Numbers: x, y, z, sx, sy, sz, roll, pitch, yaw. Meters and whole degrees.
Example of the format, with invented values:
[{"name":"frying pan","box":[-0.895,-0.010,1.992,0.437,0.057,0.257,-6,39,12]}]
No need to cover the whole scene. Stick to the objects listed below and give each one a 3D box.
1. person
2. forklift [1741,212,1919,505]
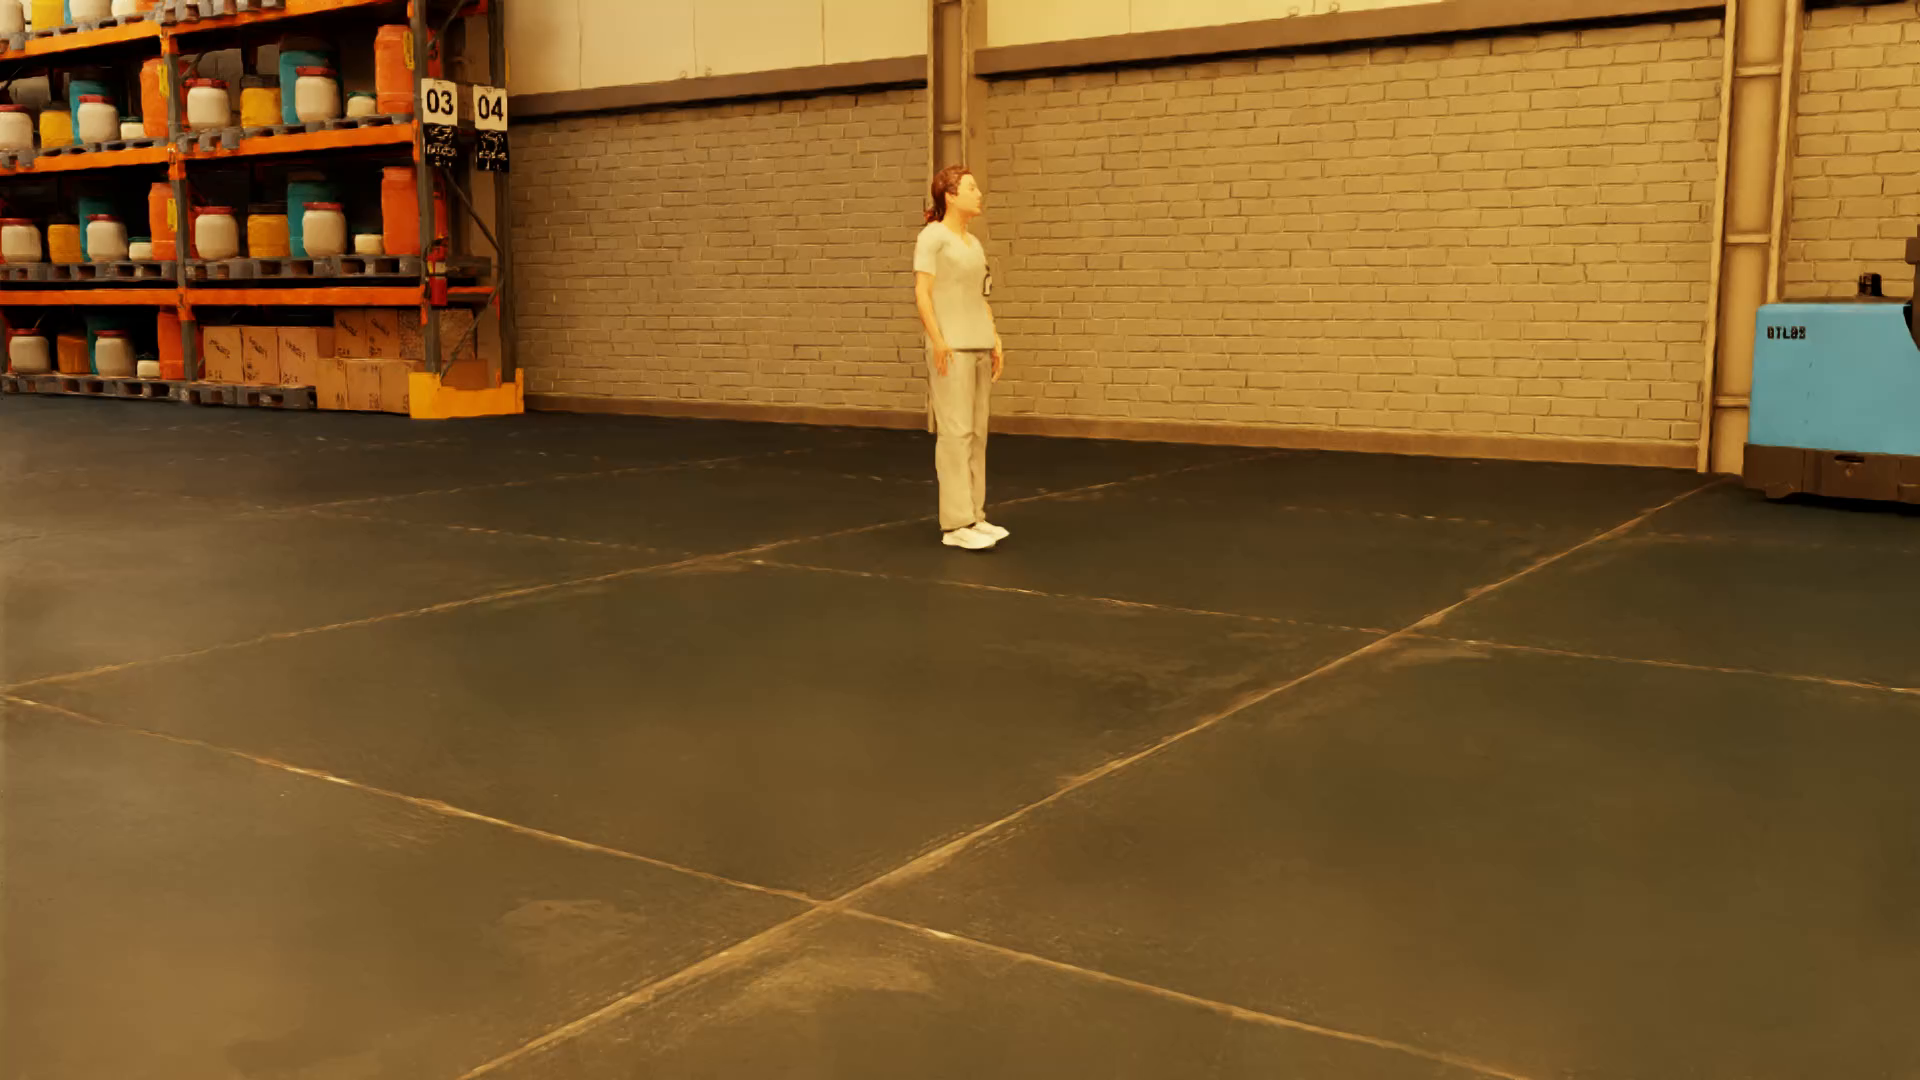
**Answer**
[{"name":"person","box":[0.054,-0.829,7.433,0.548,1.674,0.550,5,10,34]},{"name":"forklift","box":[5.573,-1.544,8.050,1.130,2.935,3.031,-6,10,-36]}]
